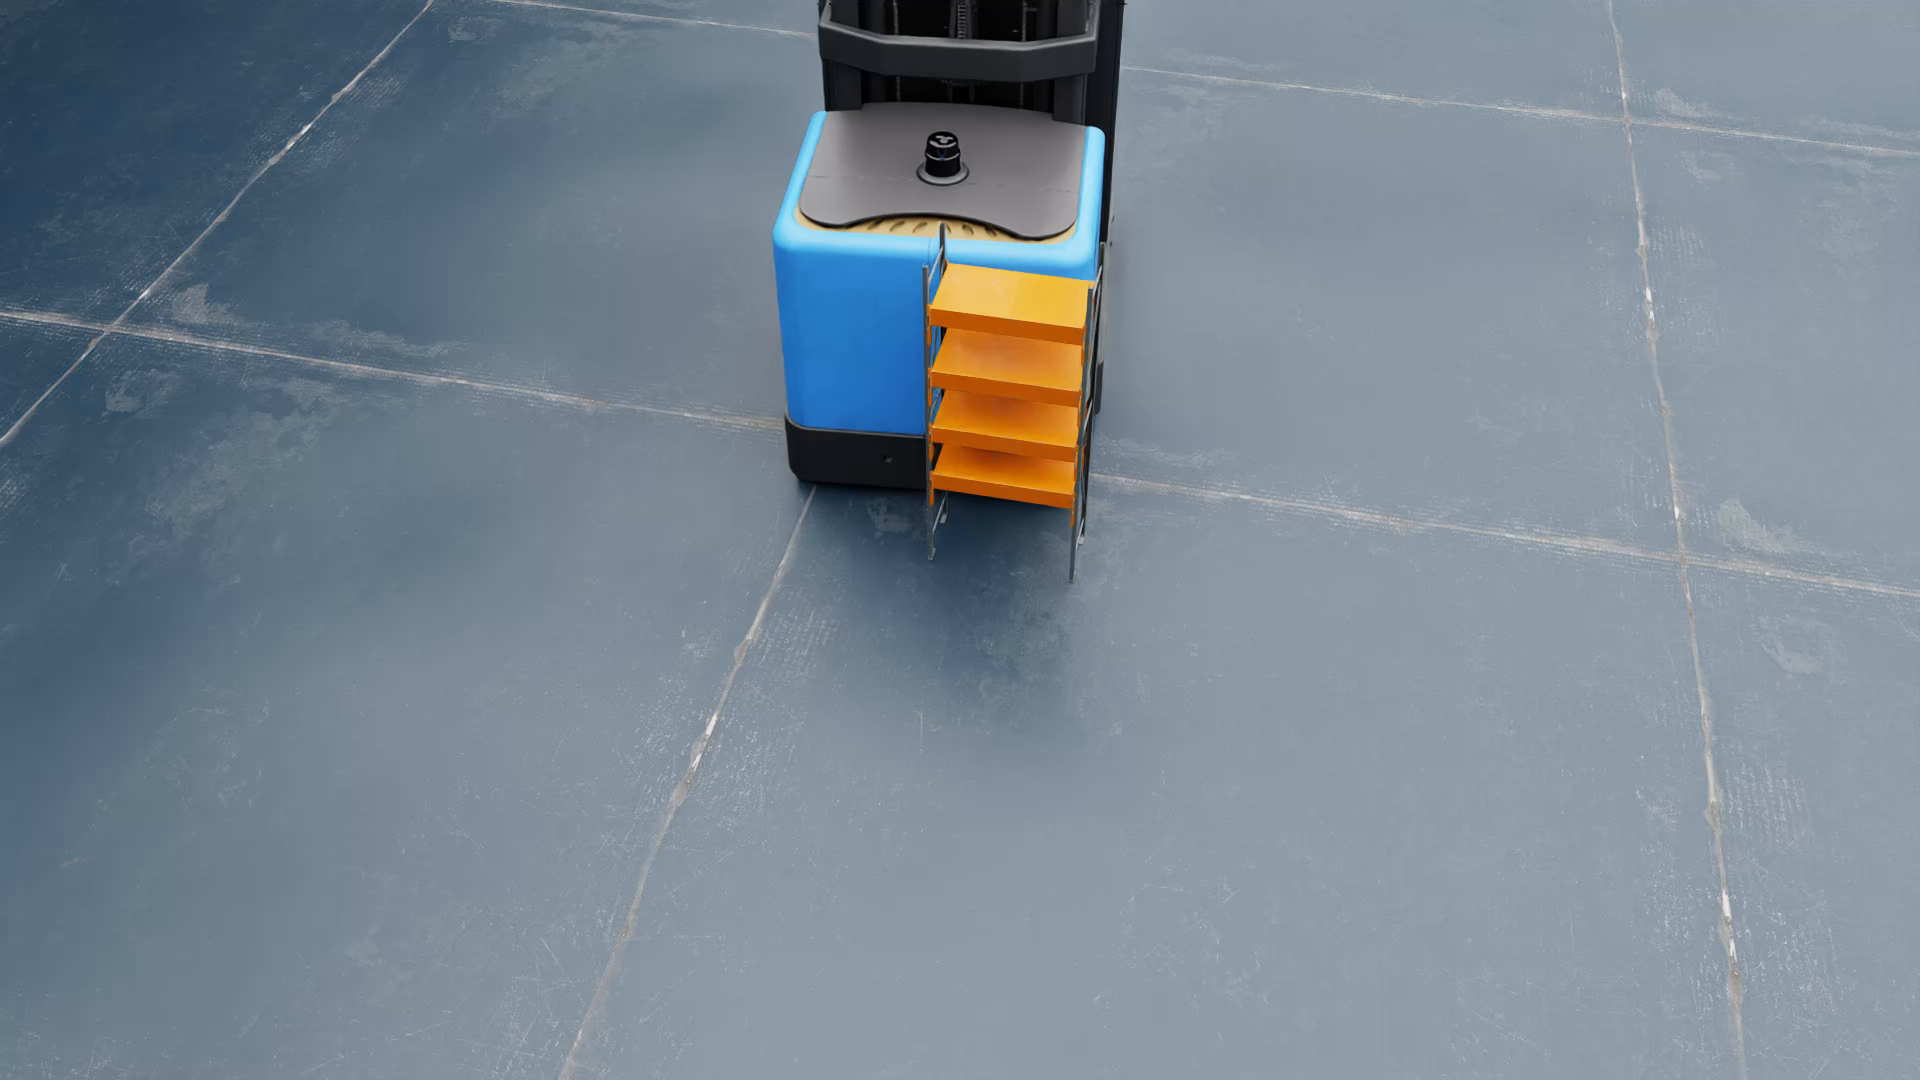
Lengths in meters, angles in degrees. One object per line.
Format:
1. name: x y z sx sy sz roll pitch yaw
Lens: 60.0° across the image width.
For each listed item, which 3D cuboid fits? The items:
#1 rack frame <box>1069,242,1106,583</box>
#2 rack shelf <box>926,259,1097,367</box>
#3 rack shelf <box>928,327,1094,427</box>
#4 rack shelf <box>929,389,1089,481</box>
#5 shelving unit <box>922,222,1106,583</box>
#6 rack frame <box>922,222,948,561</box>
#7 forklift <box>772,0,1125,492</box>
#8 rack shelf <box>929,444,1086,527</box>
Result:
1. rack frame: 0.400 -0.370 5.269 0.015 1.200 0.240 9 45 9
2. rack shelf: 0.162 -0.690 5.035 0.480 0.148 0.258 9 45 9
3. rack shelf: 0.162 -0.520 5.199 0.480 0.148 0.258 9 45 9
4. rack shelf: 0.162 -0.359 5.355 0.480 0.148 0.258 9 45 9
5. shelving unit: 0.162 -0.407 5.308 0.503 1.200 0.258 9 45 9
6. rack frame: -0.077 -0.444 5.346 0.015 1.200 0.240 9 45 9
7. forklift: 0.067 -2.222 5.945 1.130 2.935 3.031 4 44 5
8. rack shelf: 0.162 -0.216 5.492 0.480 0.148 0.258 9 45 9
